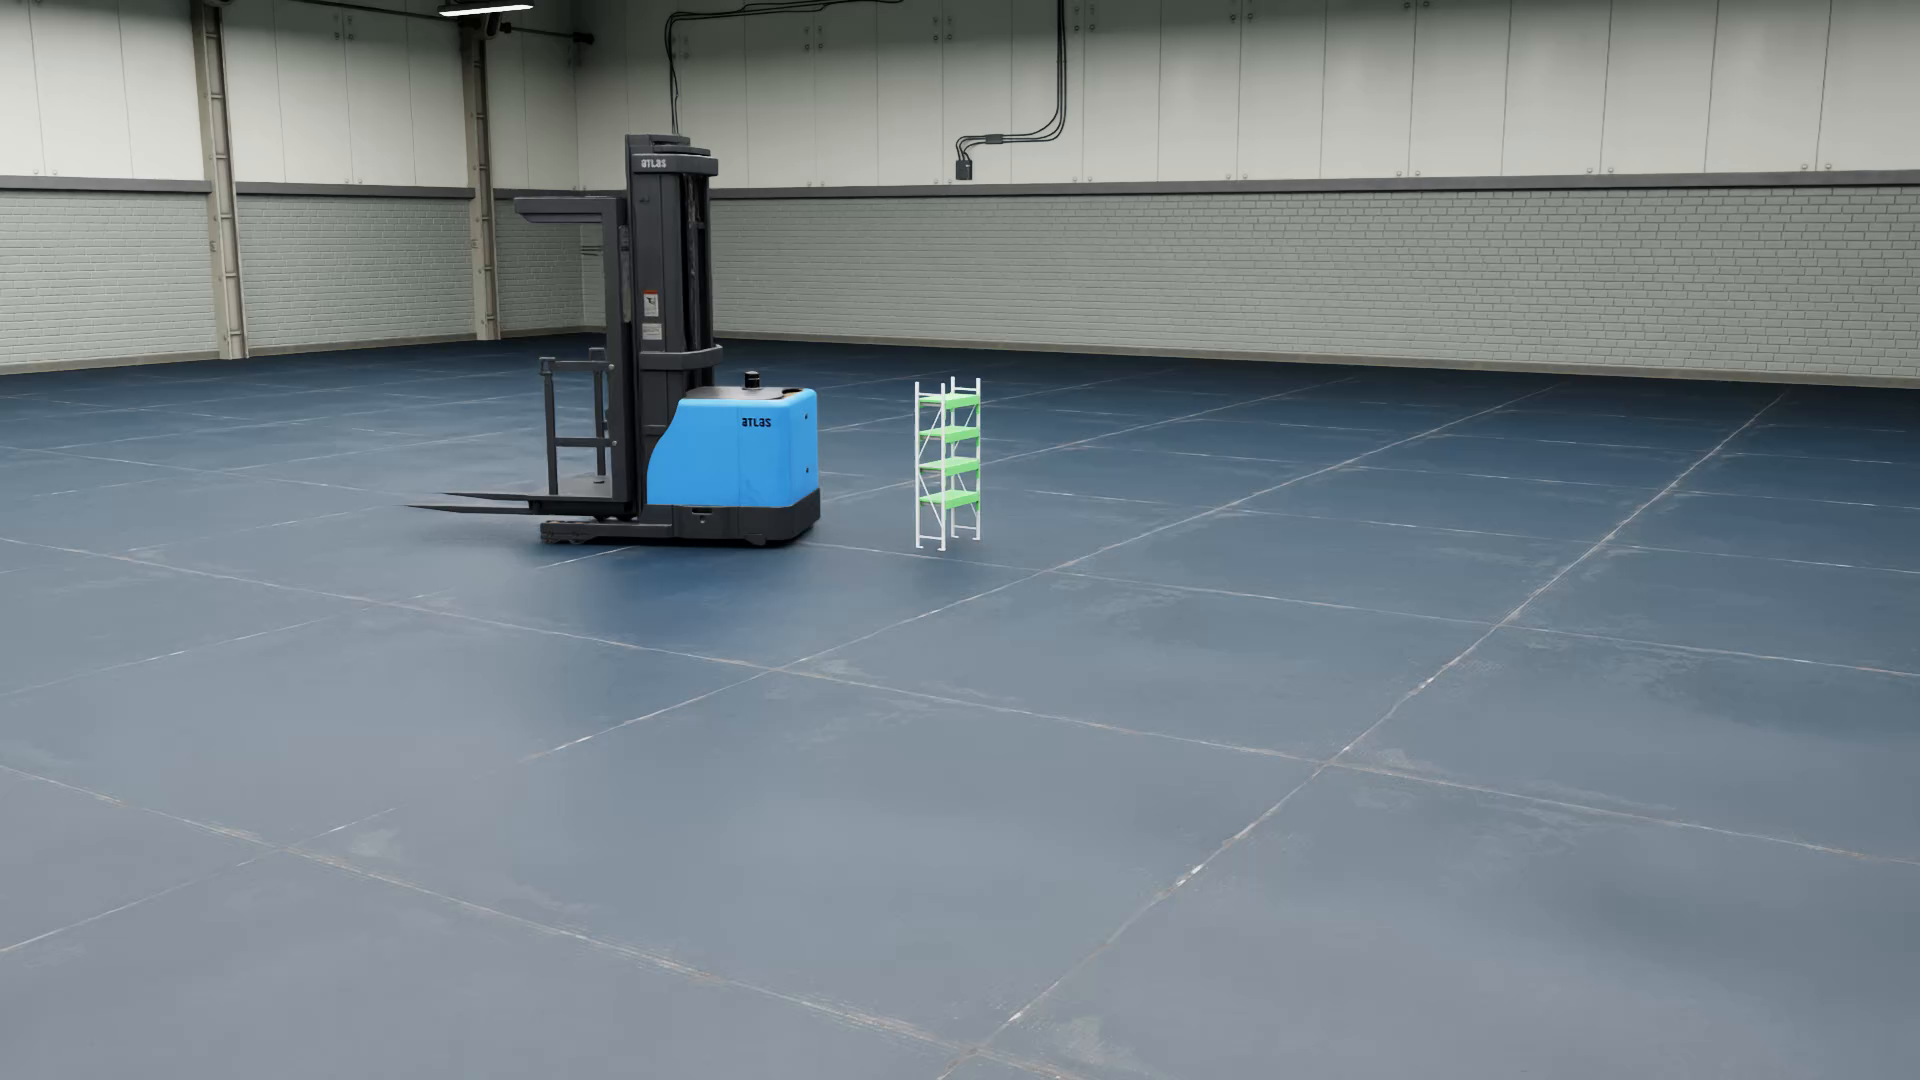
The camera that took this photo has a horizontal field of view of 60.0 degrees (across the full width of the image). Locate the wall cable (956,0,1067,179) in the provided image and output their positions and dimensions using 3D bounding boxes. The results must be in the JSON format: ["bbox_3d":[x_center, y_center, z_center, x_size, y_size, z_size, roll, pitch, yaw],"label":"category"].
[{"bbox_3d":[0.920,-9.708,30.527,2.305,6.003,0.169,6,12,31],"label":"wall cable"}]

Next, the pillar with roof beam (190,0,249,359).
[{"bbox_3d":[-9.281,-7.254,26.660,9.100,9.000,0.548,6,12,31],"label":"pillar with roof beam"}]

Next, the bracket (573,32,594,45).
[{"bbox_3d":[-8.096,-10.782,35.725,0.235,0.232,0.430,6,12,31],"label":"bracket"}]

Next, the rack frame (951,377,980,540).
[{"bbox_3d":[0.041,-0.602,12.324,0.240,1.200,0.015,6,12,31],"label":"rack frame"}]

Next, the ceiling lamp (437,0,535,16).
[{"bbox_3d":[-7.792,-10.416,27.691,2.000,3.185,0.800,6,12,31],"label":"ceiling lamp"}]

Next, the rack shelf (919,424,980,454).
[{"bbox_3d":[-0.086,-0.737,12.087,0.258,0.148,0.480,6,12,31],"label":"rack shelf"}]

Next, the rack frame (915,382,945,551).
[{"bbox_3d":[-0.213,-0.525,11.914,0.240,1.200,0.015,6,12,31],"label":"rack frame"}]

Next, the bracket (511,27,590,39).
[{"bbox_3d":[-8.403,-10.689,35.229,0.076,0.066,3.189,6,12,31],"label":"bracket"}]

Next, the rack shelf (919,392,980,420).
[{"bbox_3d":[-0.086,-0.973,12.043,0.258,0.148,0.480,6,12,31],"label":"rack shelf"}]

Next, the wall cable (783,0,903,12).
[{"bbox_3d":[-2.229,-11.583,32.140,3.097,2.526,0.112,6,12,31],"label":"wall cable"}]

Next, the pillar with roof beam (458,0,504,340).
[{"bbox_3d":[-6.166,-8.197,31.701,9.100,9.000,0.548,6,12,31],"label":"pillar with roof beam"}]

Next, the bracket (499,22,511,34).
[{"bbox_3d":[-9.326,-10.409,33.734,0.235,0.232,0.430,6,12,31],"label":"bracket"}]

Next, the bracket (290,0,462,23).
[{"bbox_3d":[-11.095,-9.874,30.872,0.076,0.066,4.783,6,12,31],"label":"bracket"}]

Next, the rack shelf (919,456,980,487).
[{"bbox_3d":[-0.086,-0.501,12.131,0.258,0.148,0.480,6,12,31],"label":"rack shelf"}]

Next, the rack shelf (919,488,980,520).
[{"bbox_3d":[-0.086,-0.265,12.175,0.258,0.148,0.480,6,12,31],"label":"rack shelf"}]

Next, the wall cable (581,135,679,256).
[{"bbox_3d":[-7.186,-7.419,35.983,3.097,2.526,0.112,6,12,31],"label":"wall cable"}]

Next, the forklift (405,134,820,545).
[{"bbox_3d":[-2.643,-1.502,12.429,3.031,2.935,1.130,2,11,8],"label":"forklift"}]

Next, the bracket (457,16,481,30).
[{"bbox_3d":[-9.757,-10.279,33.037,0.235,0.232,0.430,6,12,31],"label":"bracket"}]

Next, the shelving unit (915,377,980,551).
[{"bbox_3d":[-0.086,-0.564,12.119,0.258,1.200,0.503,6,12,31],"label":"shelving unit"}]

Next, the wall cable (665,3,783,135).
[{"bbox_3d":[-4.874,-9.643,34.138,3.097,2.526,0.112,6,12,31],"label":"wall cable"}]
